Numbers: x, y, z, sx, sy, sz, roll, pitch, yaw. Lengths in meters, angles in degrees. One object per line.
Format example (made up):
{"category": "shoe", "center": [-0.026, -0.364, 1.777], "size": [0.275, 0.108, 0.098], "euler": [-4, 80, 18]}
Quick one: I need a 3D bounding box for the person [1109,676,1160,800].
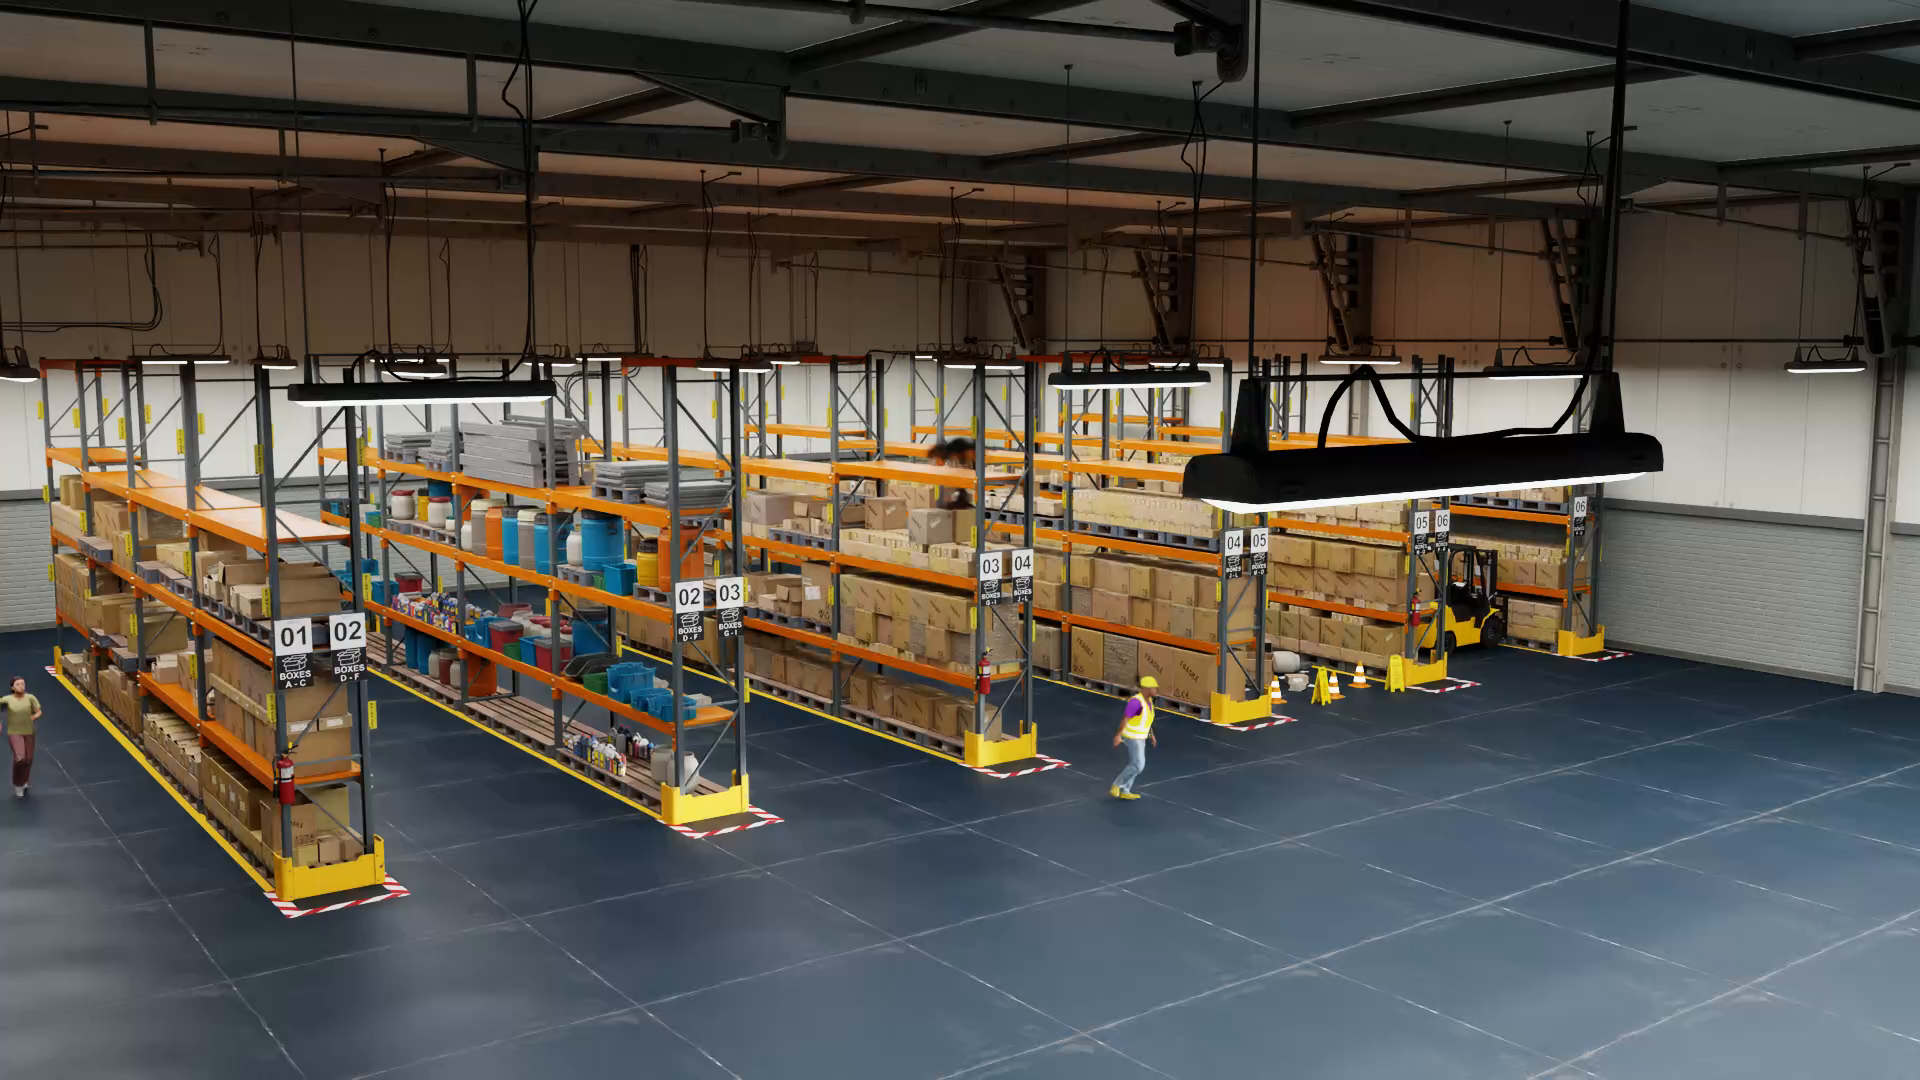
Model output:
{"category": "person", "center": [2.423, 2.732, 22.930], "size": [0.606, 1.727, 0.715], "euler": [3, 8, 27]}

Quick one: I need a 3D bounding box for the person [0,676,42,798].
{"category": "person", "center": [-13.079, 2.733, 23.150], "size": [0.688, 1.682, 0.568], "euler": [7, 9, 44]}

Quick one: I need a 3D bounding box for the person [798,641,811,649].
{"category": "person", "center": [-2.998, 1.519, 32.801], "size": [0.686, 1.721, 0.641], "euler": [-6, 9, -39]}
